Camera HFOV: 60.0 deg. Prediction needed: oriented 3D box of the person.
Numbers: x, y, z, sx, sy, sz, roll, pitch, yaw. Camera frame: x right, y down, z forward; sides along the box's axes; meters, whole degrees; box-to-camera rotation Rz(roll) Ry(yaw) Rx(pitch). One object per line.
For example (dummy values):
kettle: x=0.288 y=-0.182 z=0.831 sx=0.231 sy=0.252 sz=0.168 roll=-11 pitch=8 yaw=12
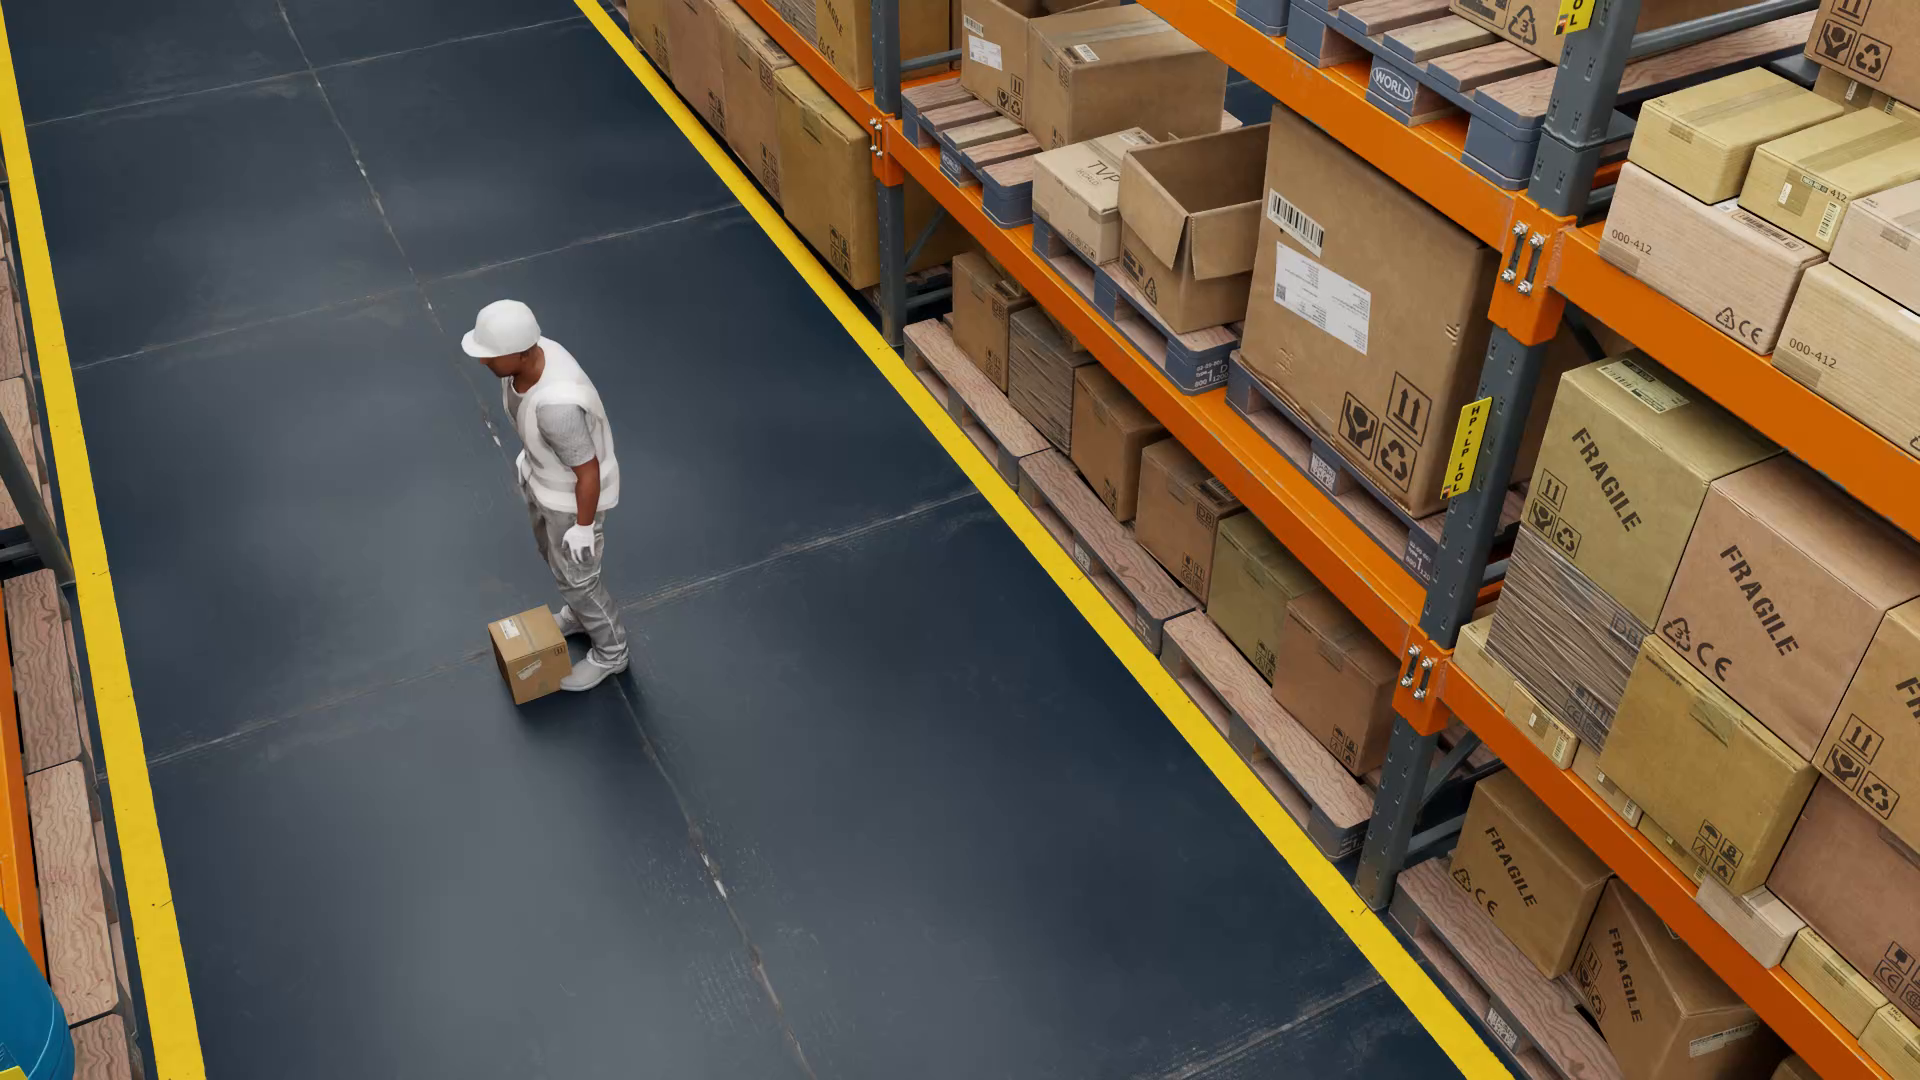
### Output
person: x=-1.542 y=-0.184 z=6.364 sx=0.452 sy=1.772 sz=0.616 roll=-21 pitch=45 yaw=-22
